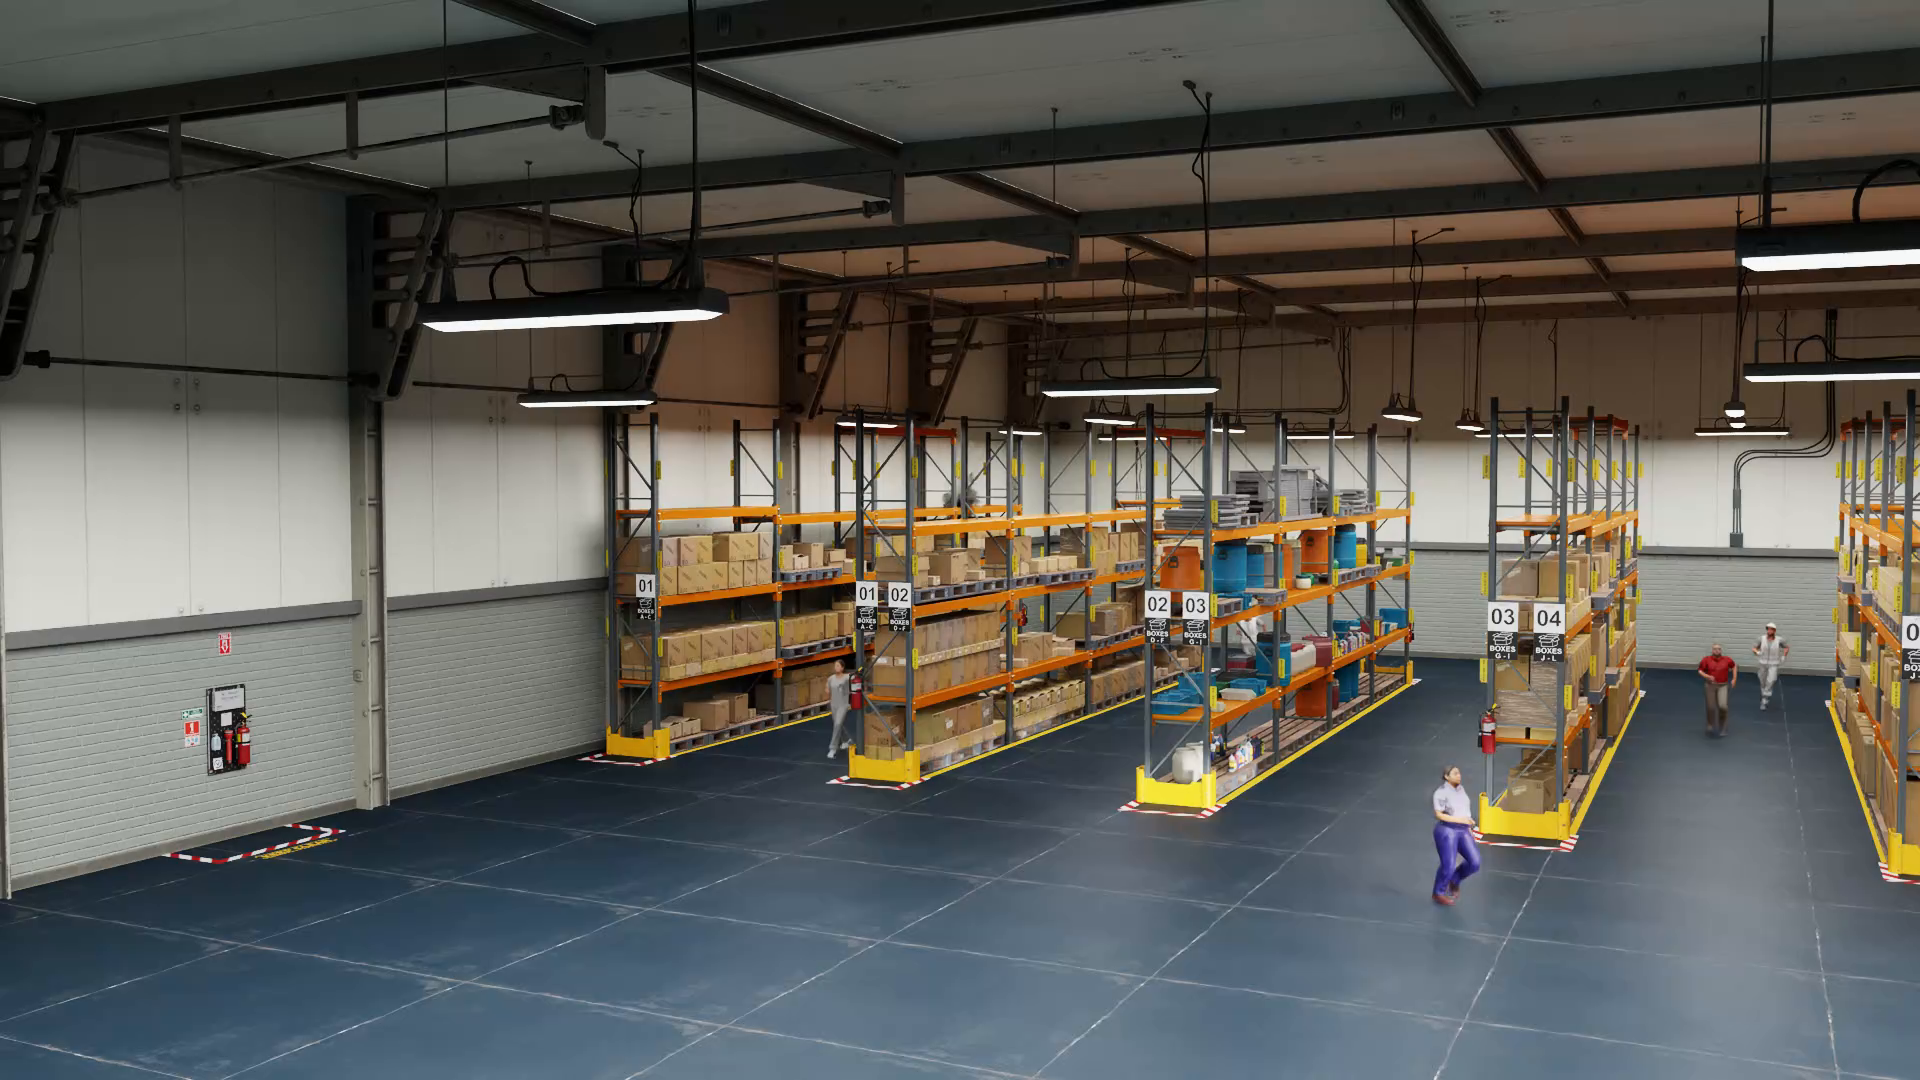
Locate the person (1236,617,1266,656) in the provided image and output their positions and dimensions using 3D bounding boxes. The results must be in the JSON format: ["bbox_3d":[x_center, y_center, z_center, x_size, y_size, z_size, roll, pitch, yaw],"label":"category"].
[{"bbox_3d":[6.937,2.458,39.808,0.668,1.750,0.629,1,3,21],"label":"person"}]

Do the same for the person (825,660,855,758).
[{"bbox_3d":[-2.119,2.923,29.122,0.575,1.646,1.021,1,3,26],"label":"person"}]

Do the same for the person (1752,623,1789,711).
[{"bbox_3d":[16.957,2.635,34.835,0.668,1.807,0.899,2,3,36],"label":"person"}]

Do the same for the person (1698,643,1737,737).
[{"bbox_3d":[14.290,2.850,31.376,0.680,1.800,0.752,1,3,22],"label":"person"}]

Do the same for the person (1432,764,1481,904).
[{"bbox_3d":[5.690,3.384,19.095,0.565,1.610,0.593,-1,3,-31],"label":"person"}]
